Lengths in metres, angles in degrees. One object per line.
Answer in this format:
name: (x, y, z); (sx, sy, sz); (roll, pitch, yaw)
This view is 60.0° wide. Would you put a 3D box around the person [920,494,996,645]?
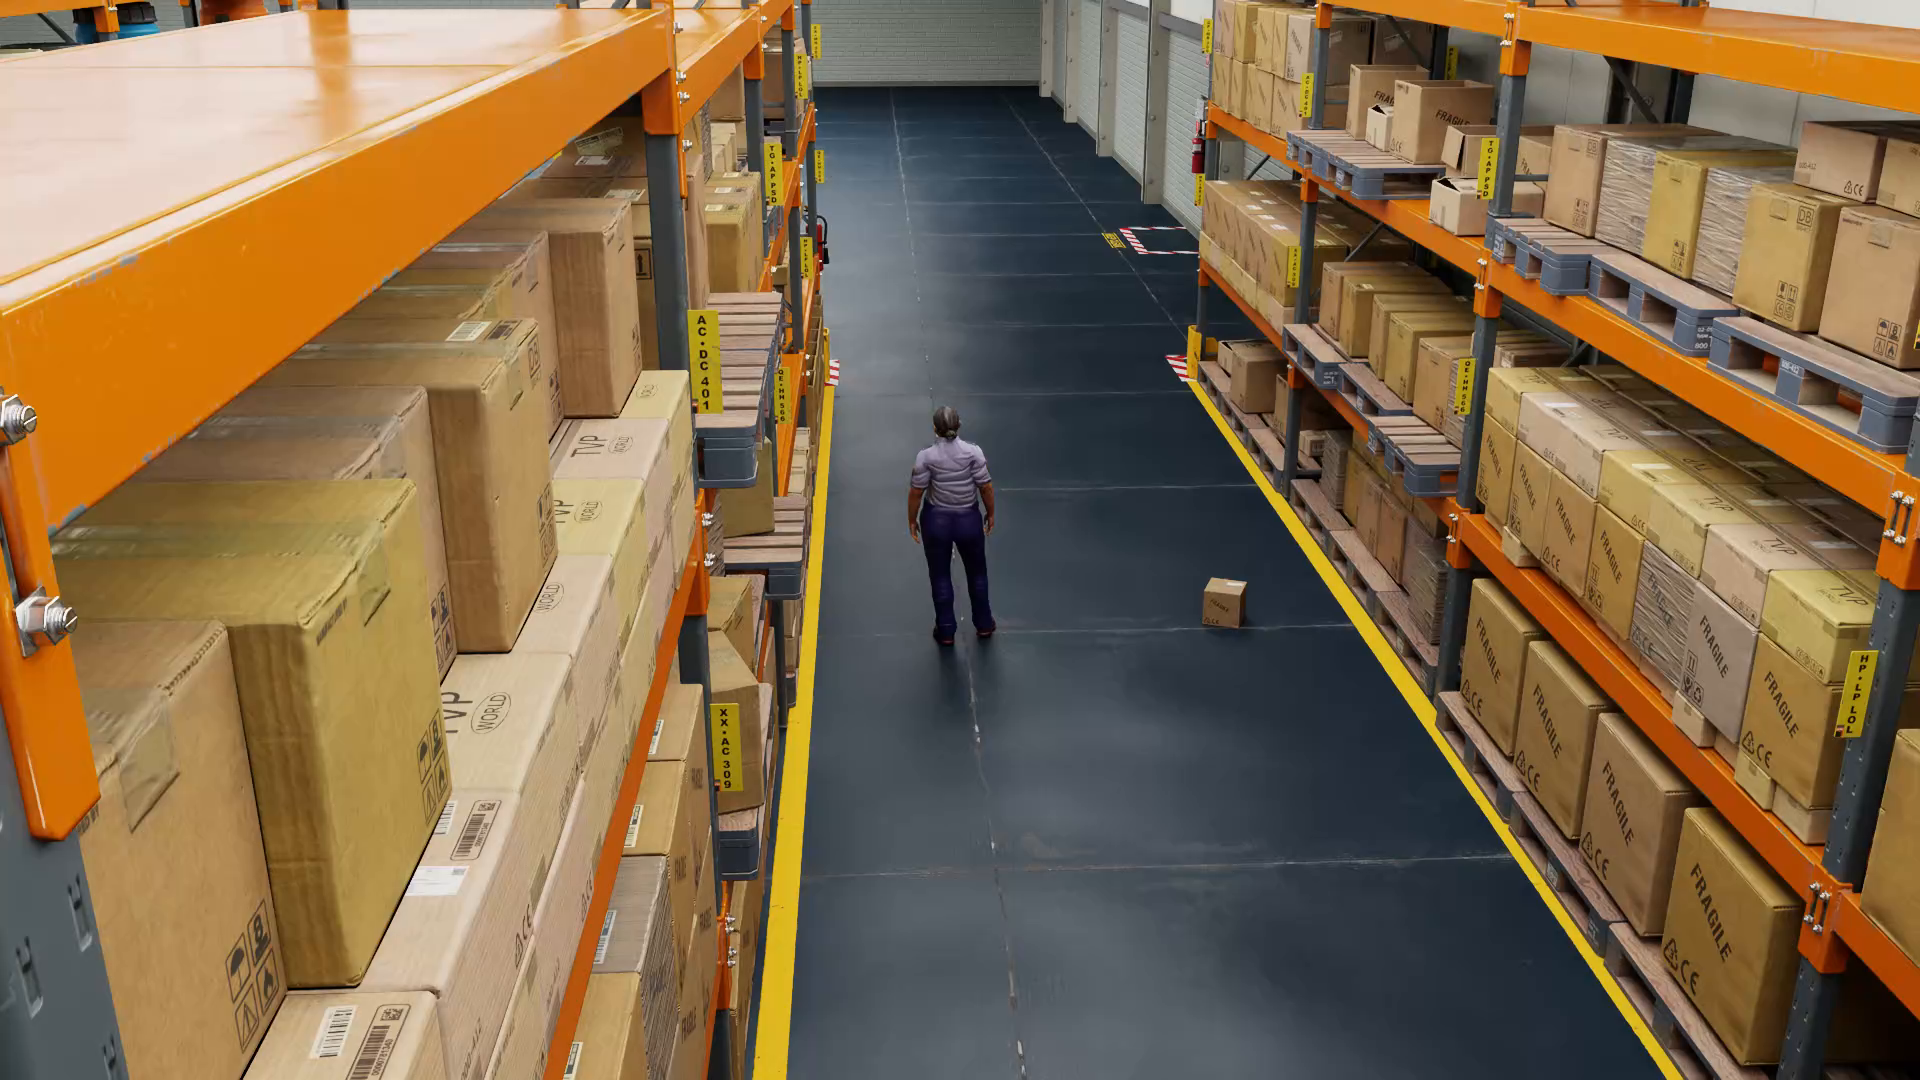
person: (-0.006, 0.168, 11.007); (0.525, 1.029, 0.500); (-1, 21, -4)
